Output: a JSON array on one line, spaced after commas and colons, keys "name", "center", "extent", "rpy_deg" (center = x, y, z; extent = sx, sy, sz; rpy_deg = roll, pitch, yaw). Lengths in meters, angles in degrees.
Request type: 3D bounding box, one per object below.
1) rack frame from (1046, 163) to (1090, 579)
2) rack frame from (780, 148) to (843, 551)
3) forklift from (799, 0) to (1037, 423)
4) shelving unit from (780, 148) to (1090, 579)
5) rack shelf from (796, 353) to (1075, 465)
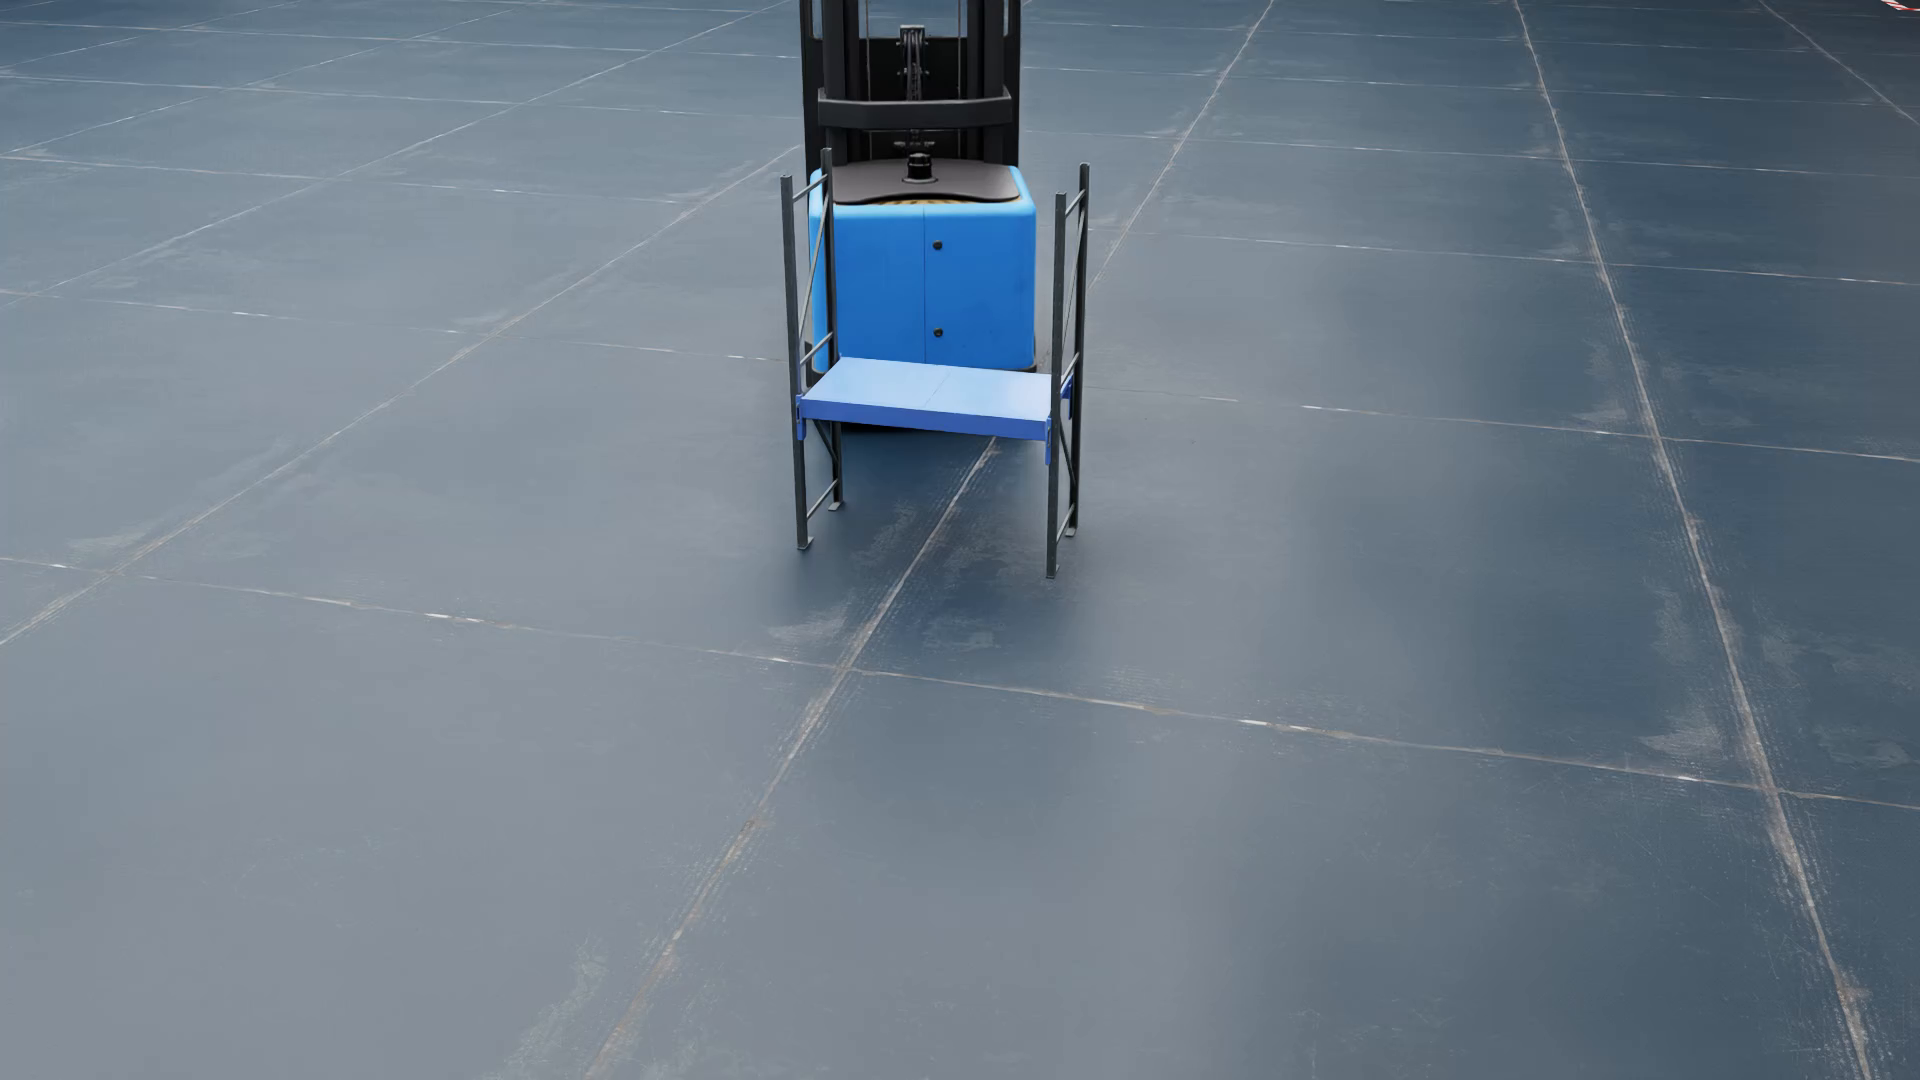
[{"name": "rack frame", "center": [0.410, -0.632, 6.332], "extent": [0.032, 1.500, 0.500], "rpy_deg": [6, 26, 13]}, {"name": "rack frame", "center": [-0.575, -0.741, 6.561], "extent": [0.032, 1.500, 0.500], "rpy_deg": [6, 26, 13]}, {"name": "forklift", "center": [-0.262, -2.463, 8.514], "extent": [1.130, 2.935, 3.031], "rpy_deg": [-2, 26, -4]}, {"name": "shelving unit", "center": [-0.083, -0.686, 6.447], "extent": [1.048, 1.500, 0.538], "rpy_deg": [6, 26, 13]}, {"name": "rack shelf", "center": [-0.083, -0.524, 6.524], "extent": [1.000, 0.185, 0.538], "rpy_deg": [6, 26, 13]}]
